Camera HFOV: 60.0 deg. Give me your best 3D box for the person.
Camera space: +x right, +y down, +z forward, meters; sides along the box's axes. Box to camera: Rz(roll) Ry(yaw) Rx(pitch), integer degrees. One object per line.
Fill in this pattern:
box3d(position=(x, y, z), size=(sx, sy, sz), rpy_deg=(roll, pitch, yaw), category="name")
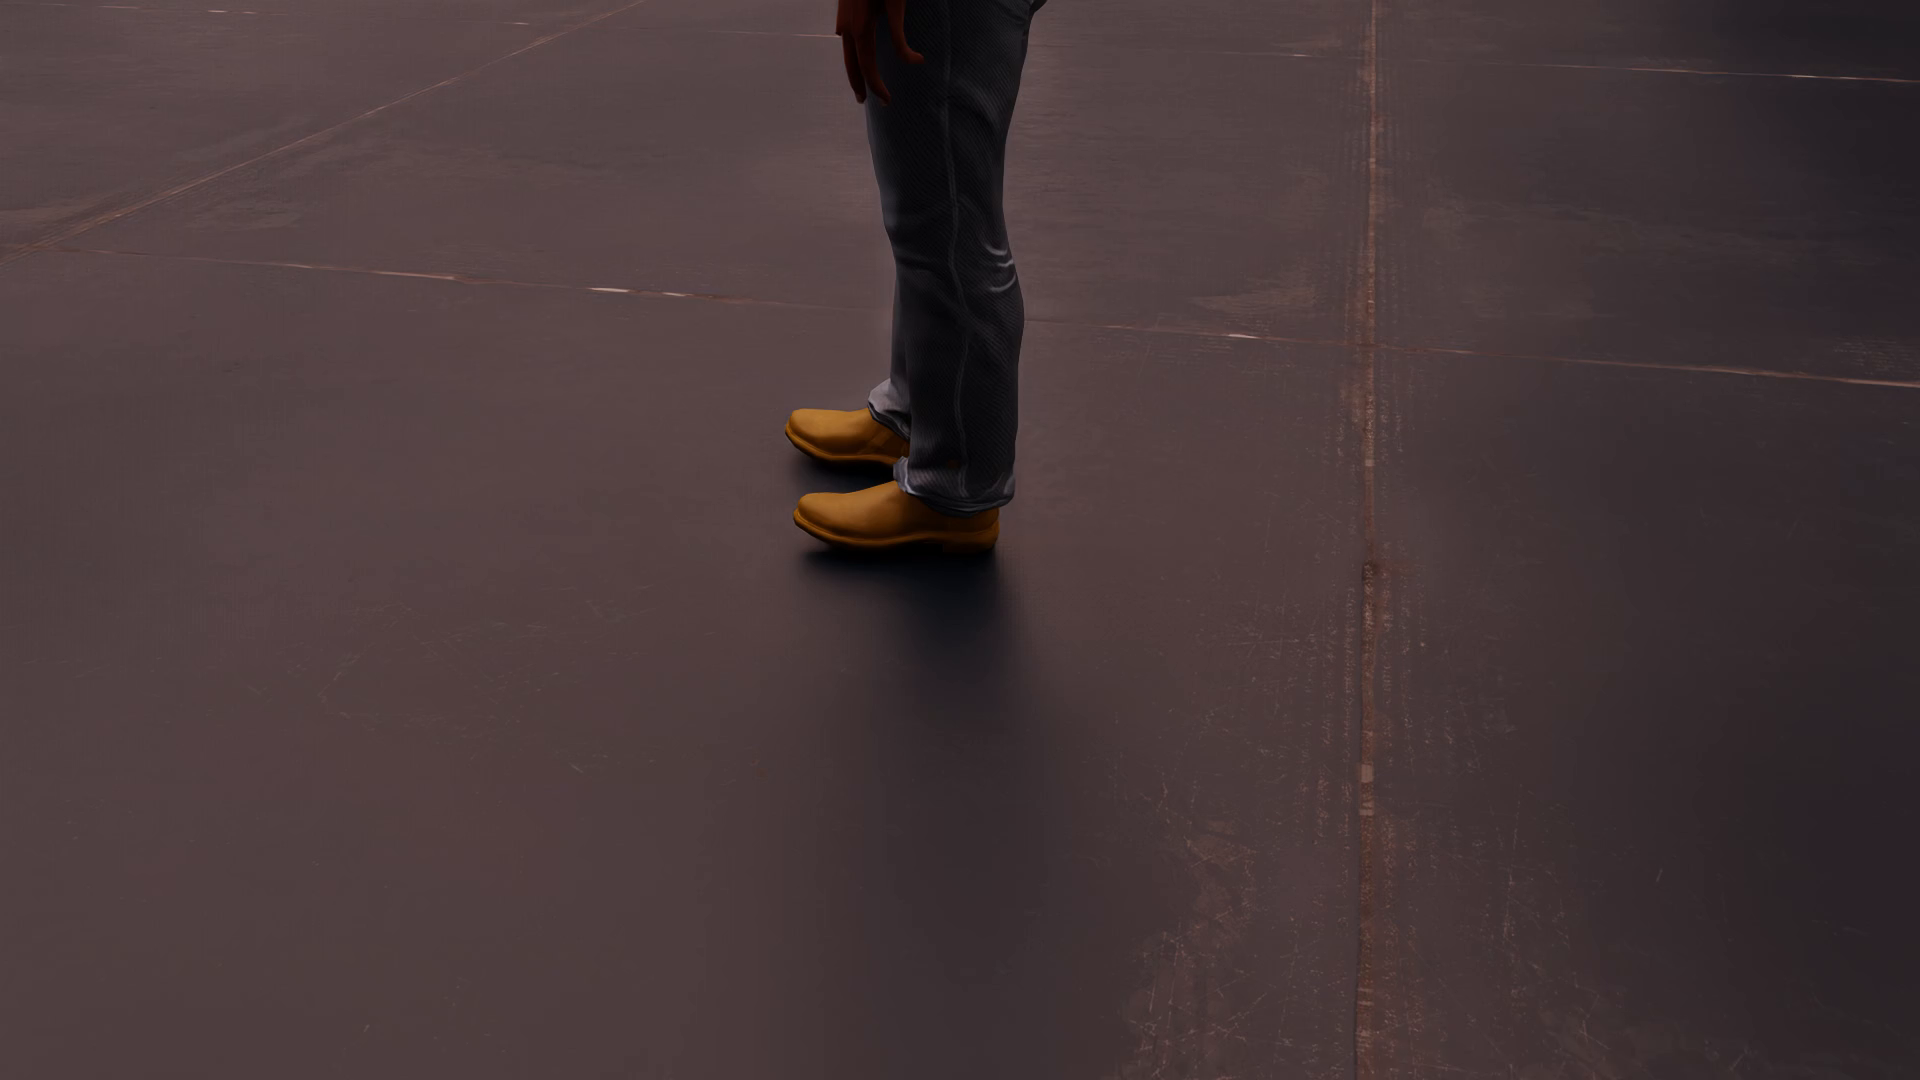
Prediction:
box3d(position=(-0.066, -0.802, 2.119), size=(0.577, 1.759, 0.666), rpy_deg=(6, 27, 11), category="person")
